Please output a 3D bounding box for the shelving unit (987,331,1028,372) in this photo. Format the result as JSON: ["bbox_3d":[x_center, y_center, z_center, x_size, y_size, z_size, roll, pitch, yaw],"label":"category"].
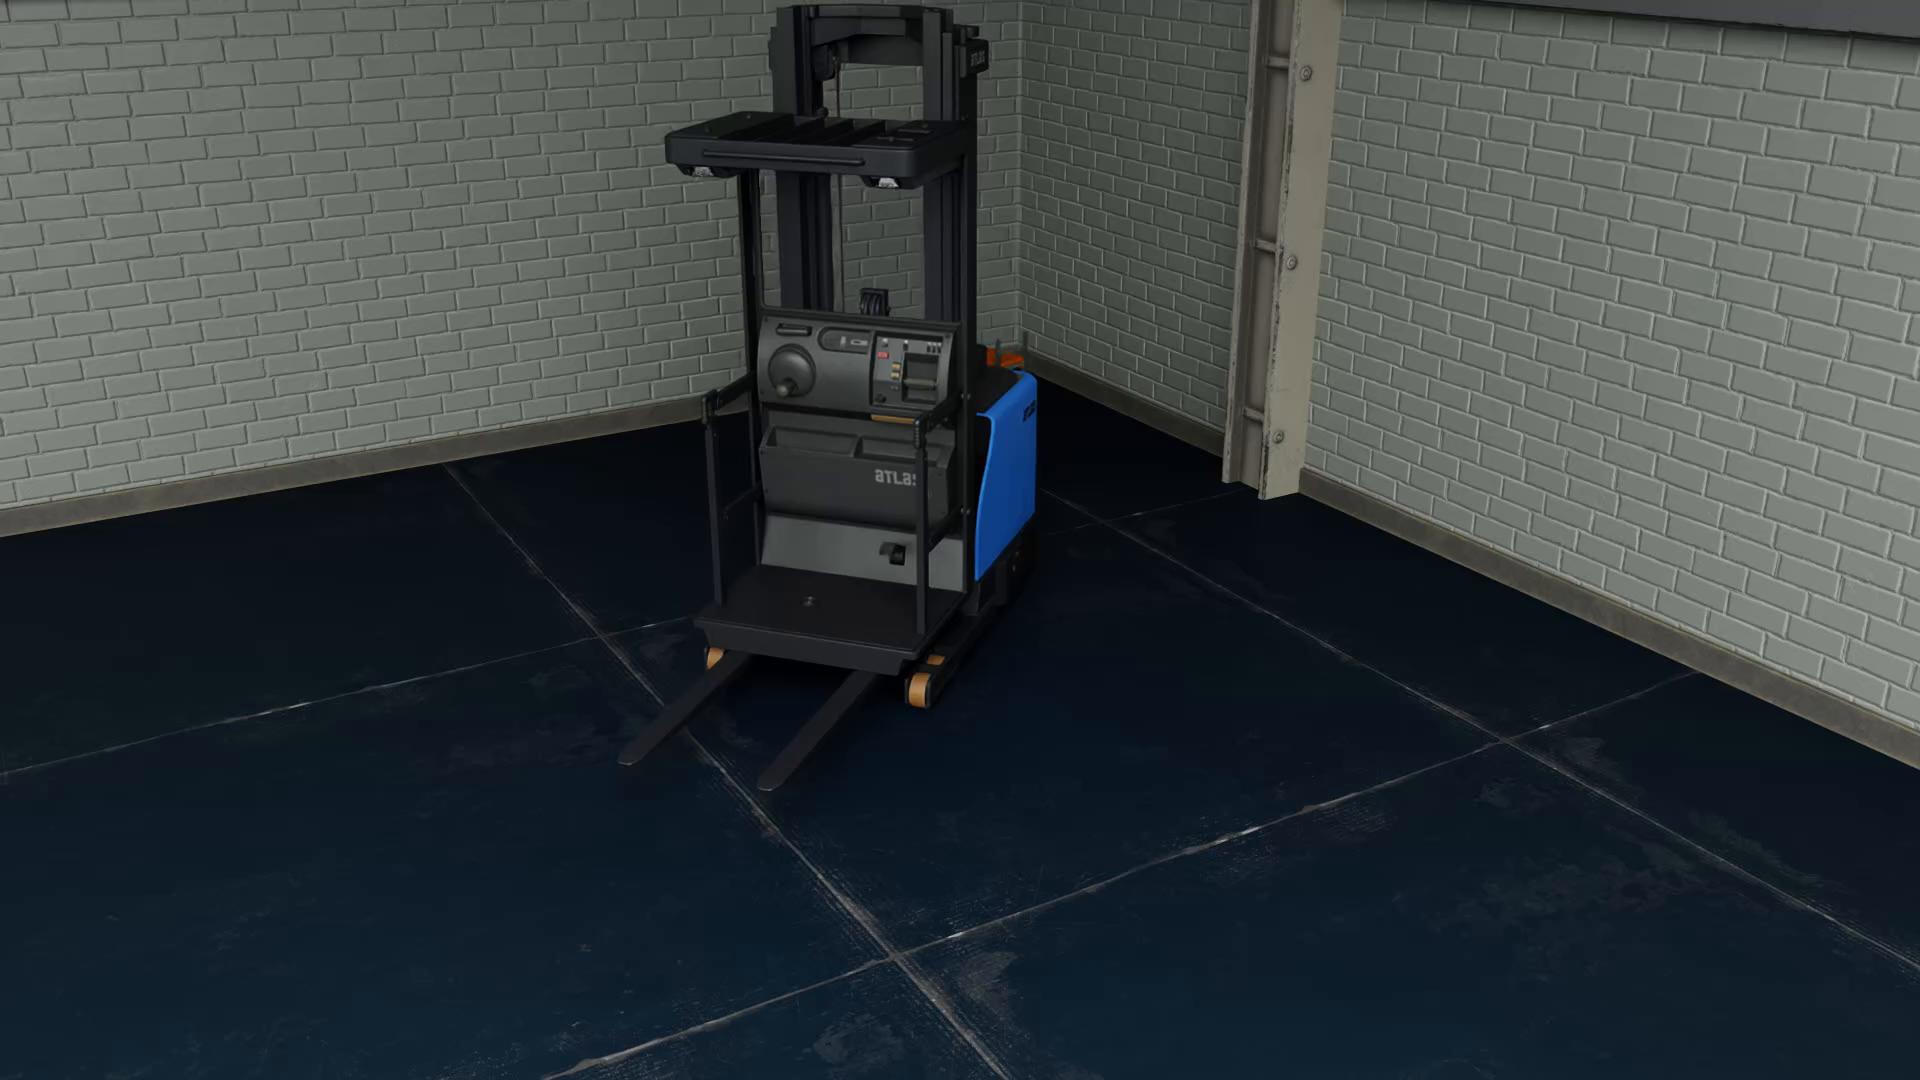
[{"bbox_3d":[0.097,-0.586,9.160,0.503,1.200,0.258,20,29,39],"label":"shelving unit"}]

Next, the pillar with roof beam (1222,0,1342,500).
[{"bbox_3d":[-1.865,-3.672,6.394,9.100,9.000,0.400,-13,25,-28],"label":"pillar with roof beam"}]

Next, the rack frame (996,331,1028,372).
[{"bbox_3d":[0.275,-0.523,9.005,0.015,1.200,0.240,20,29,39],"label":"rack frame"}]

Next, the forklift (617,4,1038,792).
[{"bbox_3d":[-0.546,-0.773,7.320,1.130,2.935,3.031,7,23,18],"label":"forklift"}]

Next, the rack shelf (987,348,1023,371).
[{"bbox_3d":[0.097,-0.950,9.012,0.480,0.148,0.258,20,29,39],"label":"rack shelf"}]
